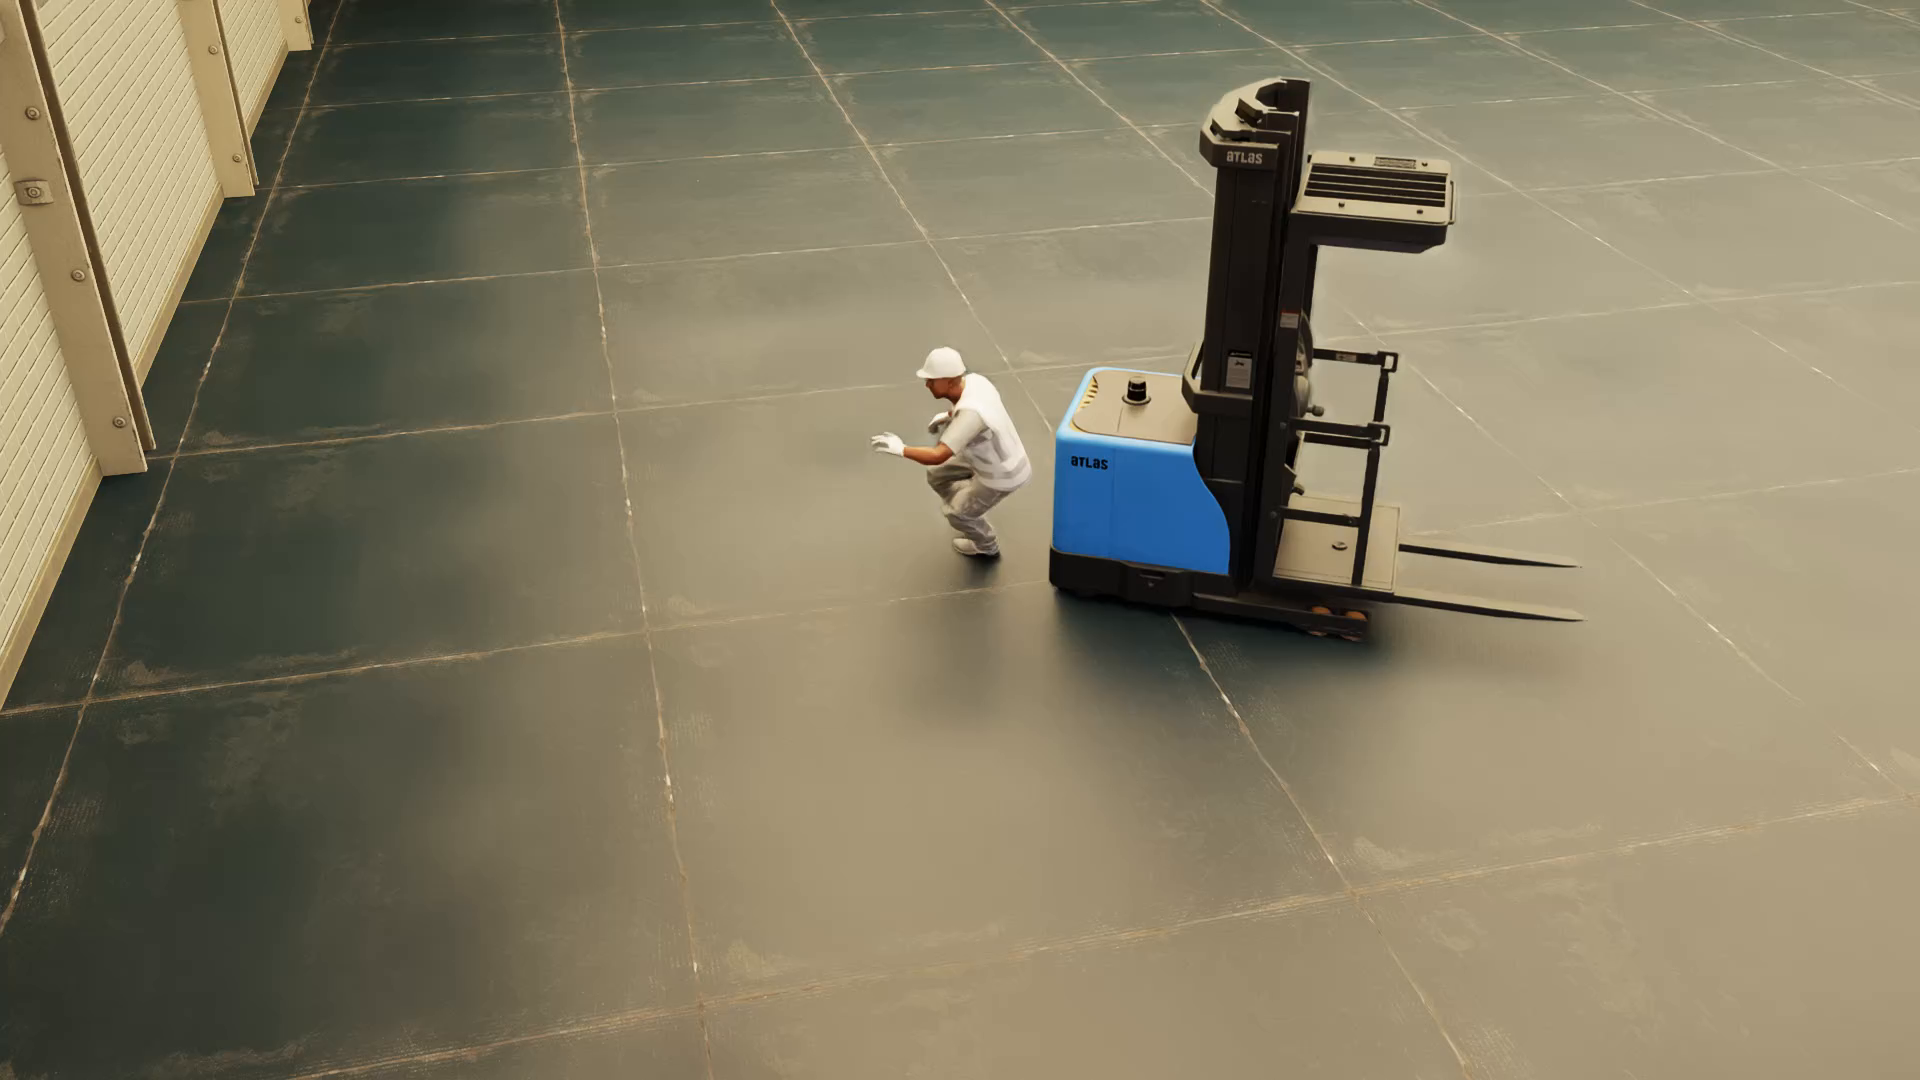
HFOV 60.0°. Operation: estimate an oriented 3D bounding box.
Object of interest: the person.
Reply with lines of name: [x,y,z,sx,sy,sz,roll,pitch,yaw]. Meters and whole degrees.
person: [-0.098,-0.474,9.811,0.913,1.530,1.085,-5,30,-9]
